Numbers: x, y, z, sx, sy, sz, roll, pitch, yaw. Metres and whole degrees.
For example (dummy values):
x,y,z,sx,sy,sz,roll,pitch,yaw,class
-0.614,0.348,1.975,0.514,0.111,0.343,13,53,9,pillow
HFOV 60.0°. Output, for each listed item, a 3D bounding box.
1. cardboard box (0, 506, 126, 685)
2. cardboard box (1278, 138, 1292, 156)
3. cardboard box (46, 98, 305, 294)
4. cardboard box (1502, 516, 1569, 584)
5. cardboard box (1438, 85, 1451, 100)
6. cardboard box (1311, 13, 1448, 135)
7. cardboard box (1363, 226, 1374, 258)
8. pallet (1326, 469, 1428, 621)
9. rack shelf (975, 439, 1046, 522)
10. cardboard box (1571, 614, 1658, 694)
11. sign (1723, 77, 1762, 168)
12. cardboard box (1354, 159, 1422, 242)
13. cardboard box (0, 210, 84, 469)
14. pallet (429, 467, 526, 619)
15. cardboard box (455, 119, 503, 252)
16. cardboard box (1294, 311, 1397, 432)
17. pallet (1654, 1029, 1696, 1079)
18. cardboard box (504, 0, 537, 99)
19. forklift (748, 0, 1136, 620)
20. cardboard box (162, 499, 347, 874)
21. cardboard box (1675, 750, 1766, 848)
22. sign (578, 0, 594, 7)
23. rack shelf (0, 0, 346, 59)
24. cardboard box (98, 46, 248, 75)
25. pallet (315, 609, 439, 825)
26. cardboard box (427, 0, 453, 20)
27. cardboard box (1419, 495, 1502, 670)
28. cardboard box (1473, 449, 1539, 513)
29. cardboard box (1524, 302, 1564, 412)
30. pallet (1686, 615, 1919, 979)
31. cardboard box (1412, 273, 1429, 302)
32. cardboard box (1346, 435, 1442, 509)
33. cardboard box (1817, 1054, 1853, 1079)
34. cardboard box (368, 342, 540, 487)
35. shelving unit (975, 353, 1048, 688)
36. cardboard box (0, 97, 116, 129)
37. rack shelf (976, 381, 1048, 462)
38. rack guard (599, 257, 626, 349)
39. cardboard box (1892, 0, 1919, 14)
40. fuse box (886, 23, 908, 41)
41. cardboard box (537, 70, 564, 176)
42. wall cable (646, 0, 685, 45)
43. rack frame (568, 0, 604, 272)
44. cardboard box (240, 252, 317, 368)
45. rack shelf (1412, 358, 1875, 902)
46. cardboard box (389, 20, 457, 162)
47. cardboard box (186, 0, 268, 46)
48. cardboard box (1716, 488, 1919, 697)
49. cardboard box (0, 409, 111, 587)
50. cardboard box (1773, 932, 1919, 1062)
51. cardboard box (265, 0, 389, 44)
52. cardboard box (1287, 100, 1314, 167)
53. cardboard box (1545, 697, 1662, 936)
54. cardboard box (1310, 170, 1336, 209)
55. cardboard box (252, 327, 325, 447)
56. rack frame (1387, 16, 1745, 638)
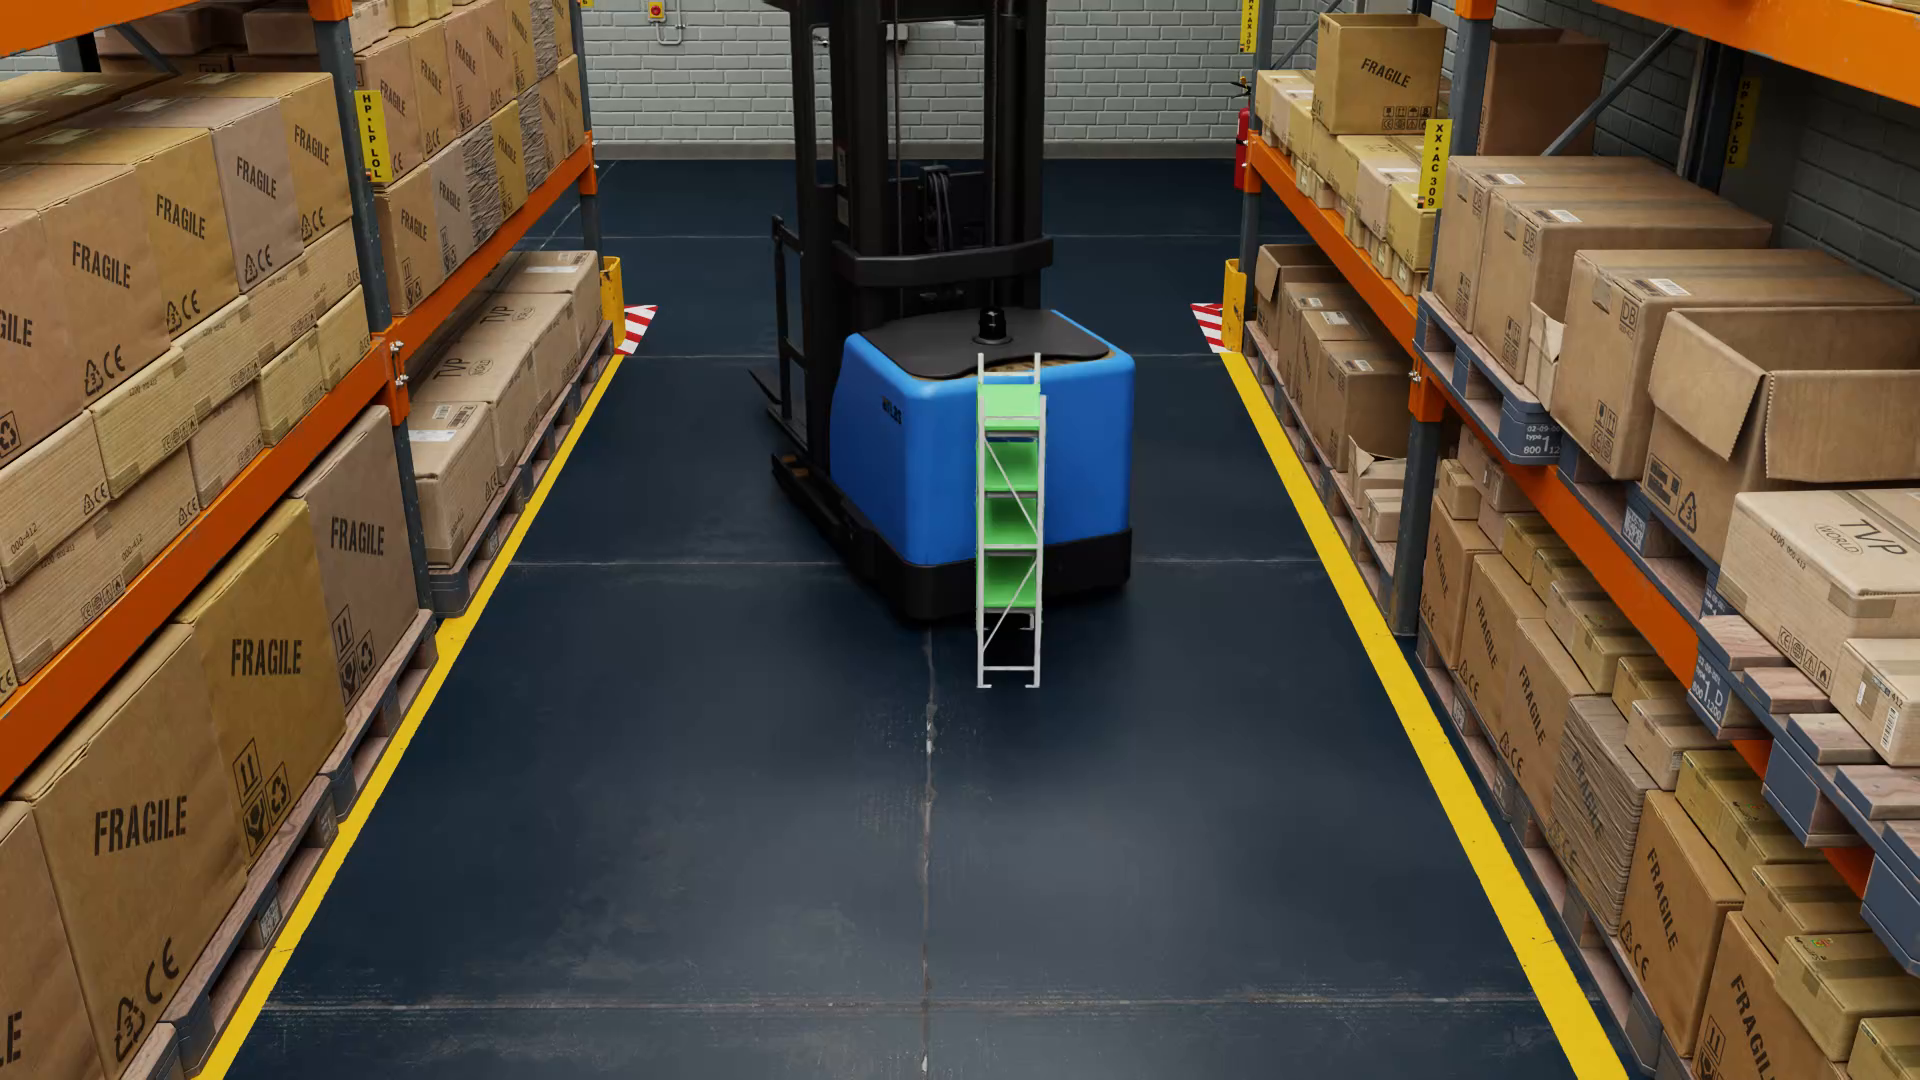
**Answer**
x,y,z,sx,sy,sz,roll,pitch,yaw,class
-2.408,0.120,4.027,0.500,0.250,0.500,1,24,1,cardboard box
2.023,-2.283,9.462,0.380,0.149,0.250,0,24,1,cardboard box
-2.406,-1.071,5.144,0.500,0.500,0.500,0,24,0,cardboard box
2.121,0.030,5.779,0.380,0.149,0.250,-1,24,-3,cardboard box
2.520,-2.305,9.027,0.500,0.250,0.500,0,24,0,cardboard box
1.997,-2.241,7.976,0.500,0.500,0.500,0,24,1,cardboard box
2.005,-1.328,7.352,0.380,0.149,0.250,0,24,1,cardboard box
2.282,-0.002,7.500,1.003,0.211,1.213,0,24,-1,pallet
0.190,-0.234,6.383,0.258,0.148,0.480,0,24,0,rack shelf
2.104,0.349,5.076,0.380,0.149,0.250,1,24,1,cardboard box
2.844,-1.522,6.069,0.100,0.325,0.005,0,24,-1,sign
2.019,-1.472,7.187,0.500,0.250,0.500,0,24,0,cardboard box
-2.397,-0.441,3.751,0.500,0.500,0.500,0,24,1,cardboard box
-2.605,-0.009,7.515,1.003,0.211,1.213,0,24,-1,pallet
-2.418,-1.619,7.568,0.500,0.500,0.500,0,24,0,cardboard box
2.033,-0.868,8.552,0.500,0.500,0.500,0,24,0,cardboard box
2.362,1.621,3.910,1.003,0.211,1.213,0,24,-1,pallet
-2.438,-2.499,8.301,0.500,0.500,0.500,0,24,-1,cardboard box
-0.296,-1.587,7.702,1.130,2.935,3.031,-10,26,-21,forklift
-2.570,0.438,5.211,0.875,0.875,0.875,0,24,1,cardboard box
2.120,0.675,4.354,0.380,0.149,0.250,-1,24,-1,cardboard box
-2.175,-3.247,9.596,0.100,0.325,0.005,0,24,-1,sign
-2.653,-1.181,3.954,1.077,0.370,4.000,0,24,-1,rack shelf
-2.956,-1.661,6.447,0.500,0.500,0.500,0,24,-1,cardboard box
-2.591,0.622,6.119,1.003,0.211,1.213,0,24,-1,pallet
-2.398,-2.317,7.112,0.380,0.149,0.250,-1,24,-2,cardboard box
2.069,0.158,6.285,0.500,0.500,0.500,1,24,2,cardboard box
2.077,-0.218,5.967,0.380,0.149,0.250,-1,24,-3,cardboard box
1.920,-0.546,4.971,0.396,0.266,0.258,1,24,2,cardboard box
2.255,0.467,3.311,1.213,0.211,1.003,0,24,-1,pallet
2.033,-1.006,6.639,0.380,0.149,0.250,0,24,0,cardboard box
1.985,-0.311,7.606,0.396,0.266,0.258,1,24,1,cardboard box
2.113,1.432,3.467,0.500,0.500,0.500,0,24,1,cardboard box
-2.585,-0.618,8.077,0.875,0.438,0.875,-1,24,-2,cardboard box
0.190,-0.073,6.456,0.258,1.200,0.503,0,24,0,shelving unit
-2.924,-1.075,5.153,0.500,0.500,0.500,0,24,-1,cardboard box
0.190,-0.452,6.284,0.258,0.148,0.480,0,24,0,rack shelf
-2.718,-1.485,10.428,1.175,0.500,0.348,0,24,-1,rack guard
2.078,-1.058,2.991,0.500,0.250,0.500,0,24,0,cardboard box
-0.701,-4.300,15.181,0.539,1.711,0.414,0,24,-1,fuse box
-2.458,-2.256,8.976,0.500,0.500,0.500,-1,24,-2,cardboard box
-2.803,-5.415,14.812,0.585,1.953,0.123,0,24,-1,wall cable
-2.718,-2.615,9.891,1.000,3.000,0.127,0,24,-1,rack frame
-2.414,-0.739,5.320,0.500,0.250,0.500,0,24,1,cardboard box
2.311,0.162,4.625,1.077,0.370,4.000,0,24,-1,rack shelf
-2.437,-1.873,6.916,0.500,0.500,0.500,-1,24,-1,cardboard box
-2.891,-1.998,6.405,0.380,0.149,0.250,0,24,1,cardboard box
1.997,0.102,3.557,0.500,0.250,0.500,-1,24,-3,cardboard box
-2.387,-0.106,3.919,0.500,0.250,0.500,0,24,-1,cardboard box
2.040,0.995,3.646,0.380,0.149,0.250,-1,24,-3,cardboard box
-2.437,-2.000,6.410,0.380,0.149,0.250,0,24,0,cardboard box
1.995,-2.101,8.576,0.500,0.250,0.500,-1,24,-2,cardboard box
2.085,0.797,4.872,0.500,0.500,0.500,-1,24,-2,cardboard box
1.962,-1.748,8.279,0.380,0.149,0.250,0,24,1,cardboard box
-2.413,-0.504,5.407,0.500,0.250,0.500,-1,24,-1,cardboard box
2.289,-0.990,6.299,1.000,3.000,0.127,0,24,-1,rack frame
